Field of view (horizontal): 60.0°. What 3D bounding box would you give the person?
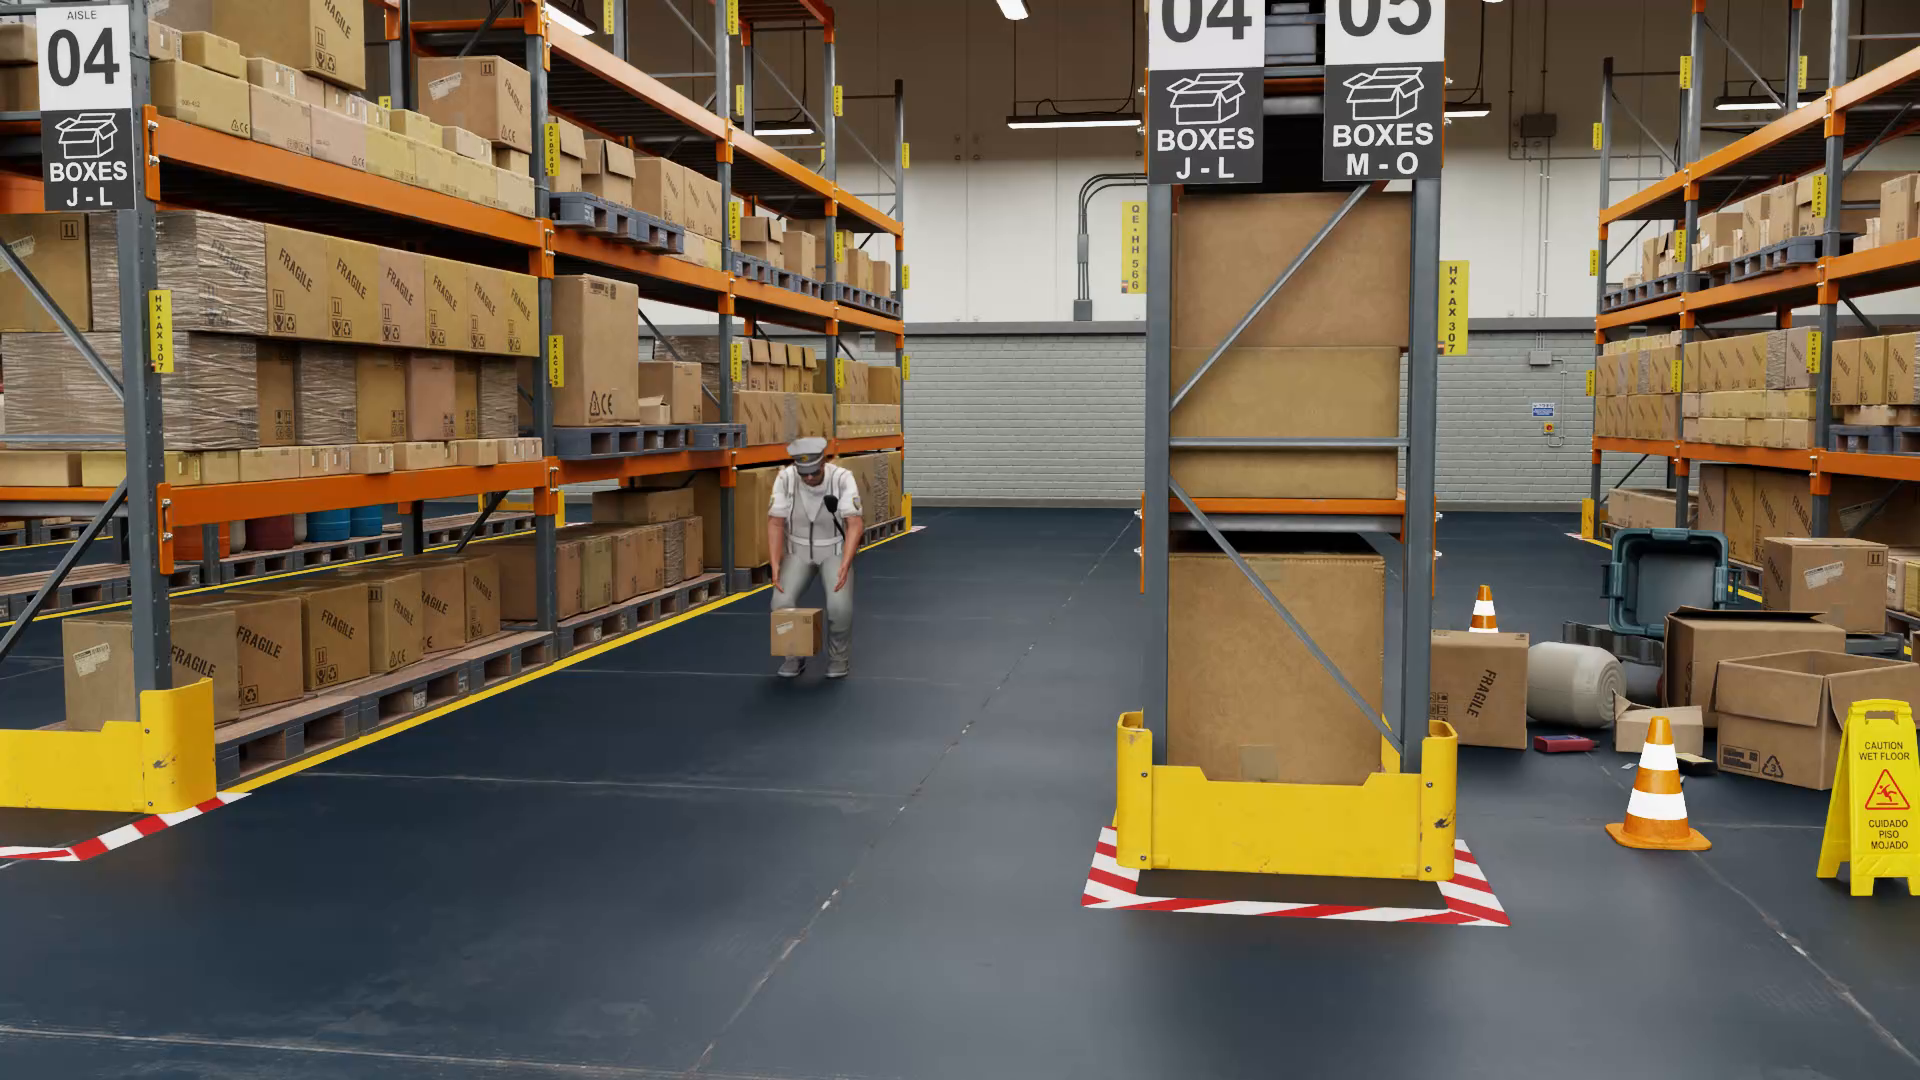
[{"bbox_3d":[-0.865,0.104,10.146,0.590,1.469,0.771,1,4,9],"label":"person"}]
